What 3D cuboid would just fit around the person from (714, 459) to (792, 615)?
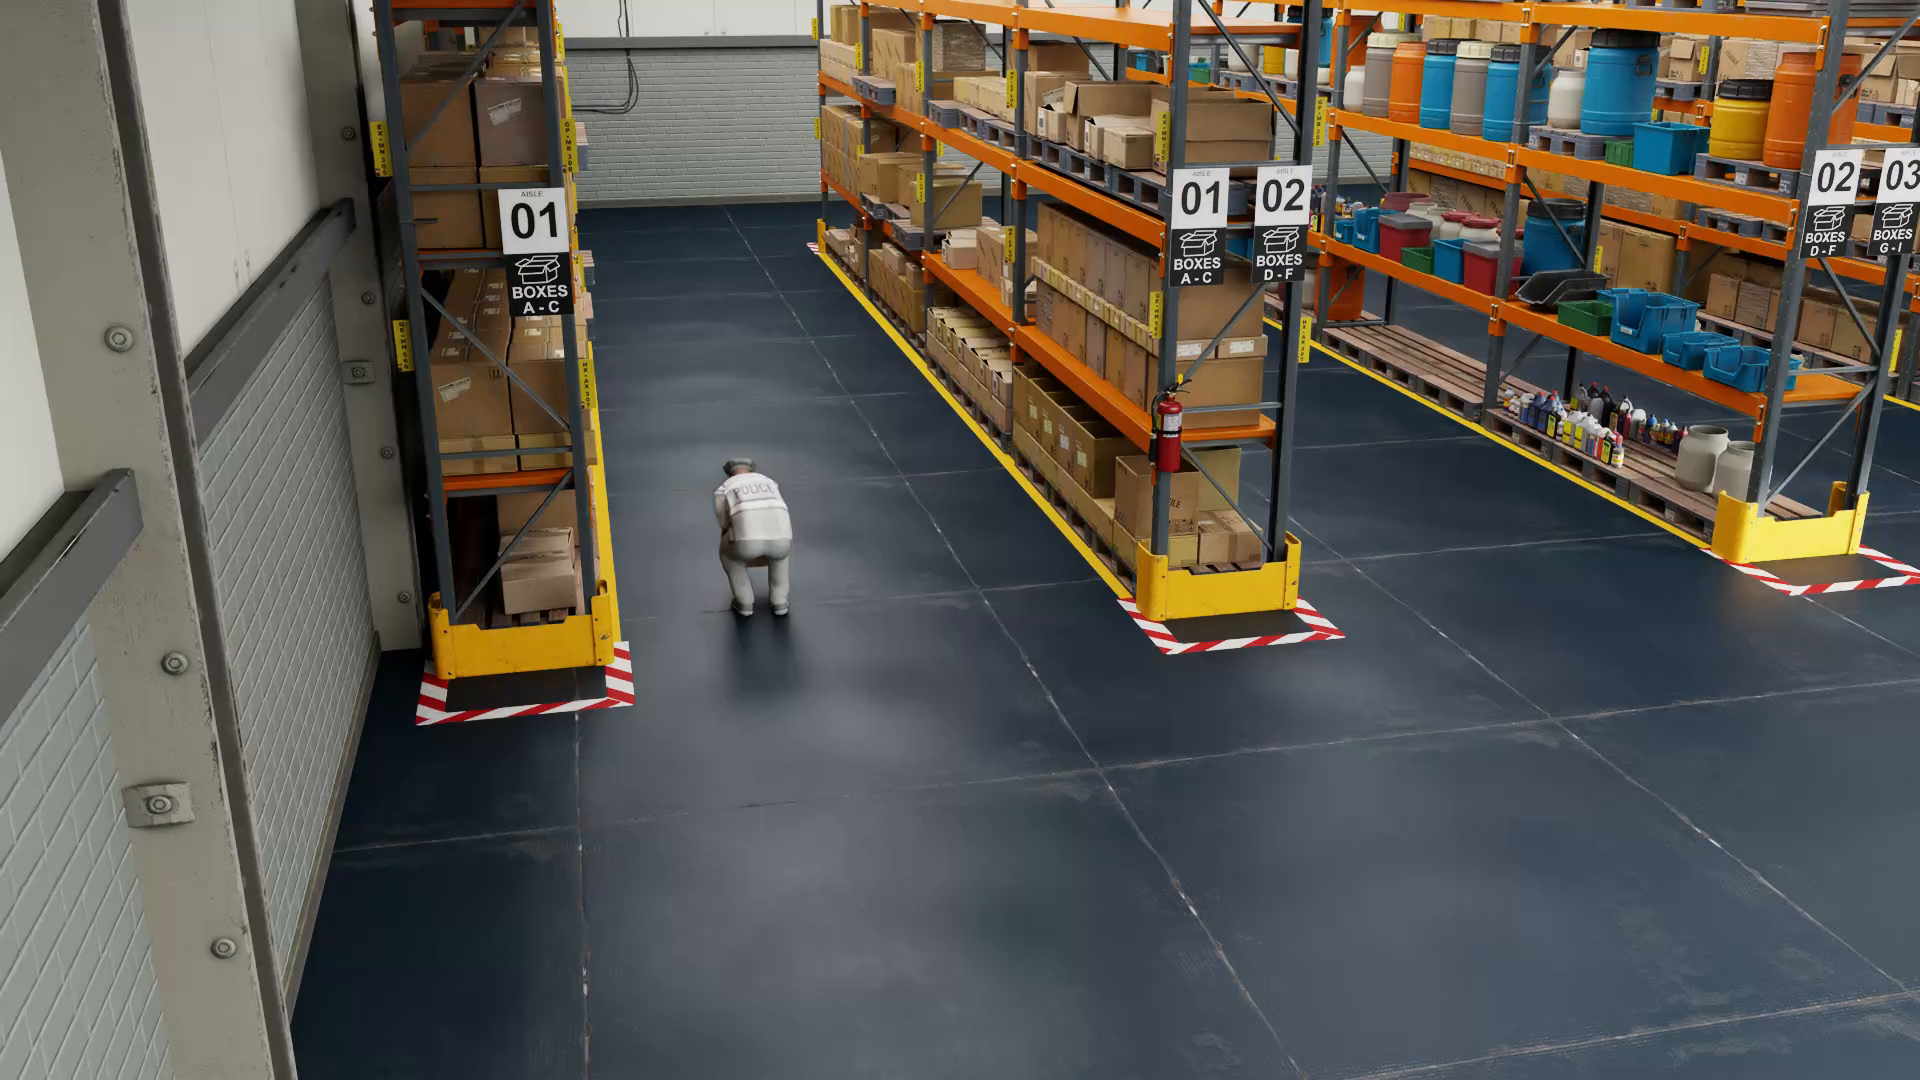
[{"bbox_3d":[-1.511,-0.016,12.209,0.527,1.021,1.009,-5,20,-14],"label":"person"}]
